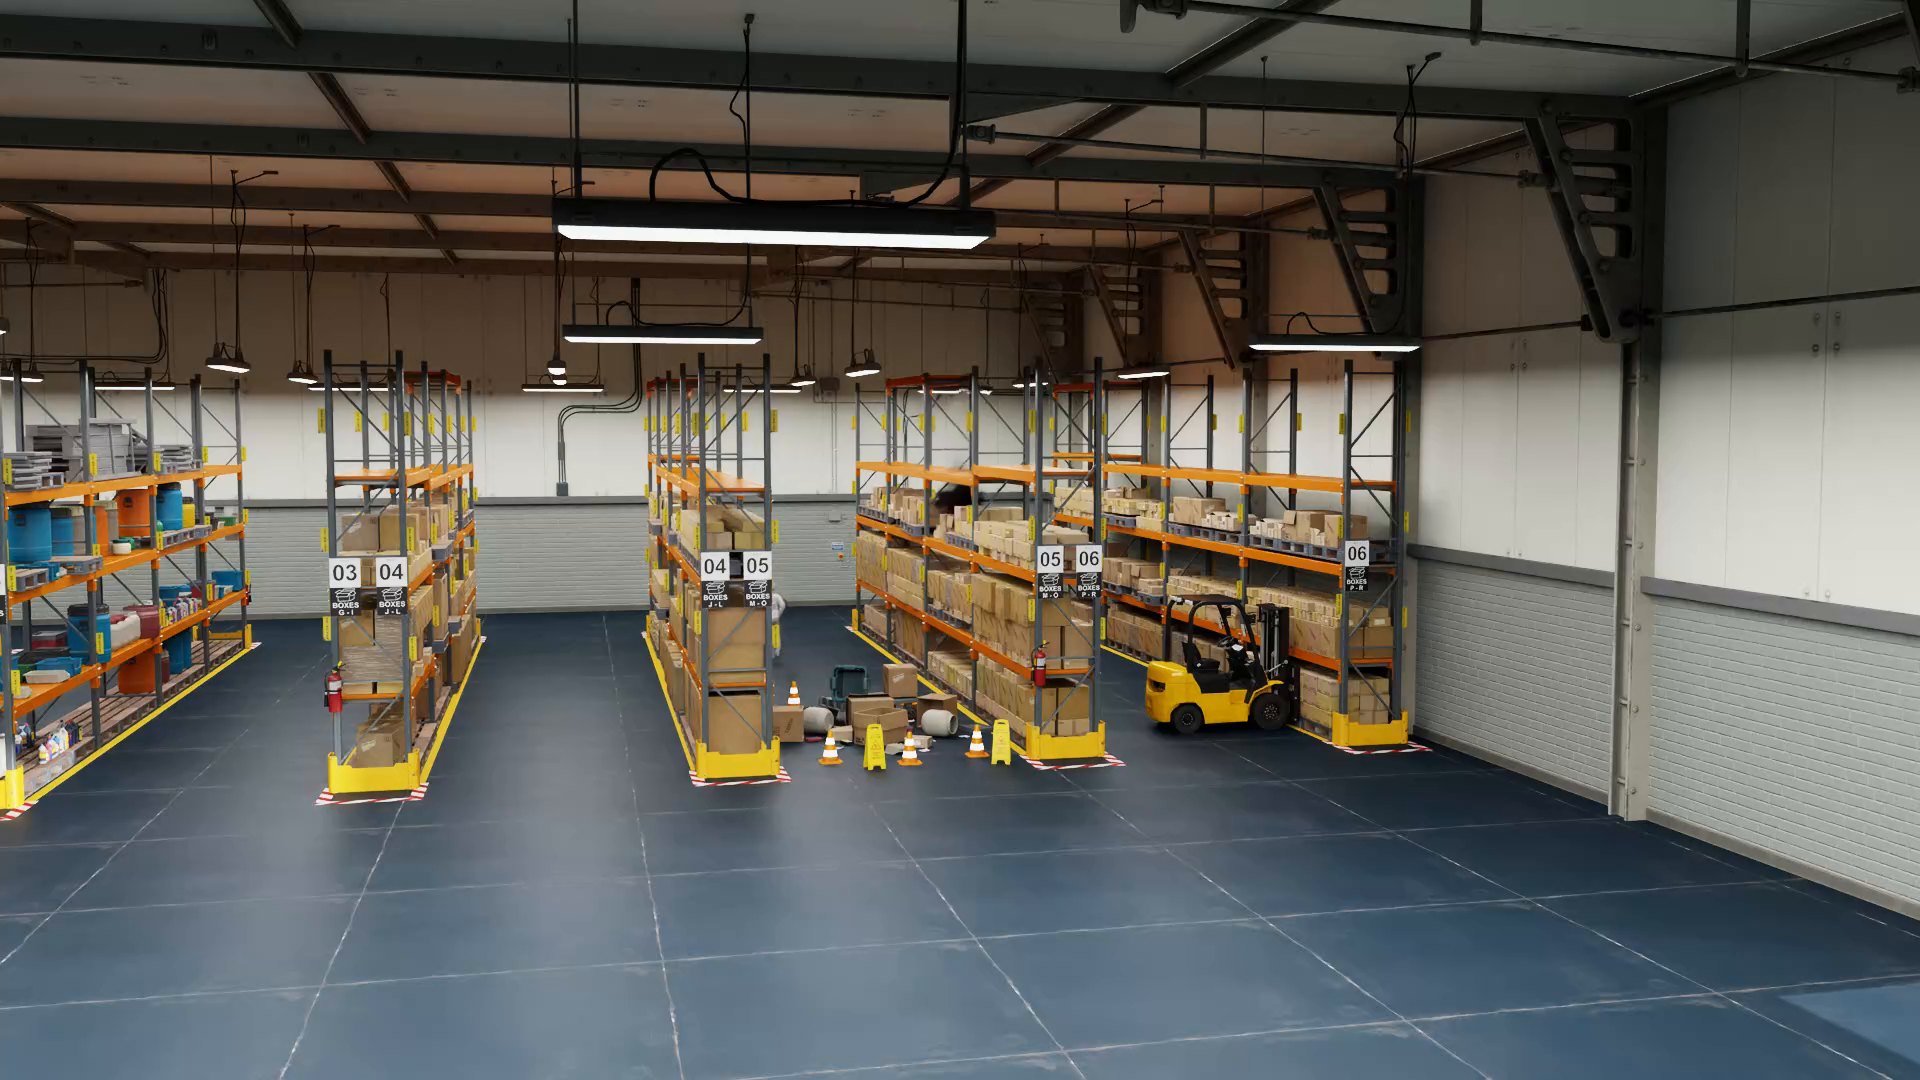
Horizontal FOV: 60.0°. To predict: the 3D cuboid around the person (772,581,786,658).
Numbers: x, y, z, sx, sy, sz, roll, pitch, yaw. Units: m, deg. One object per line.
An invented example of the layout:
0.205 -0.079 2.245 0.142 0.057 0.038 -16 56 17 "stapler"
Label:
-4.052 1.684 35.636 0.588 1.653 0.585 -1 4 -16 "person"
